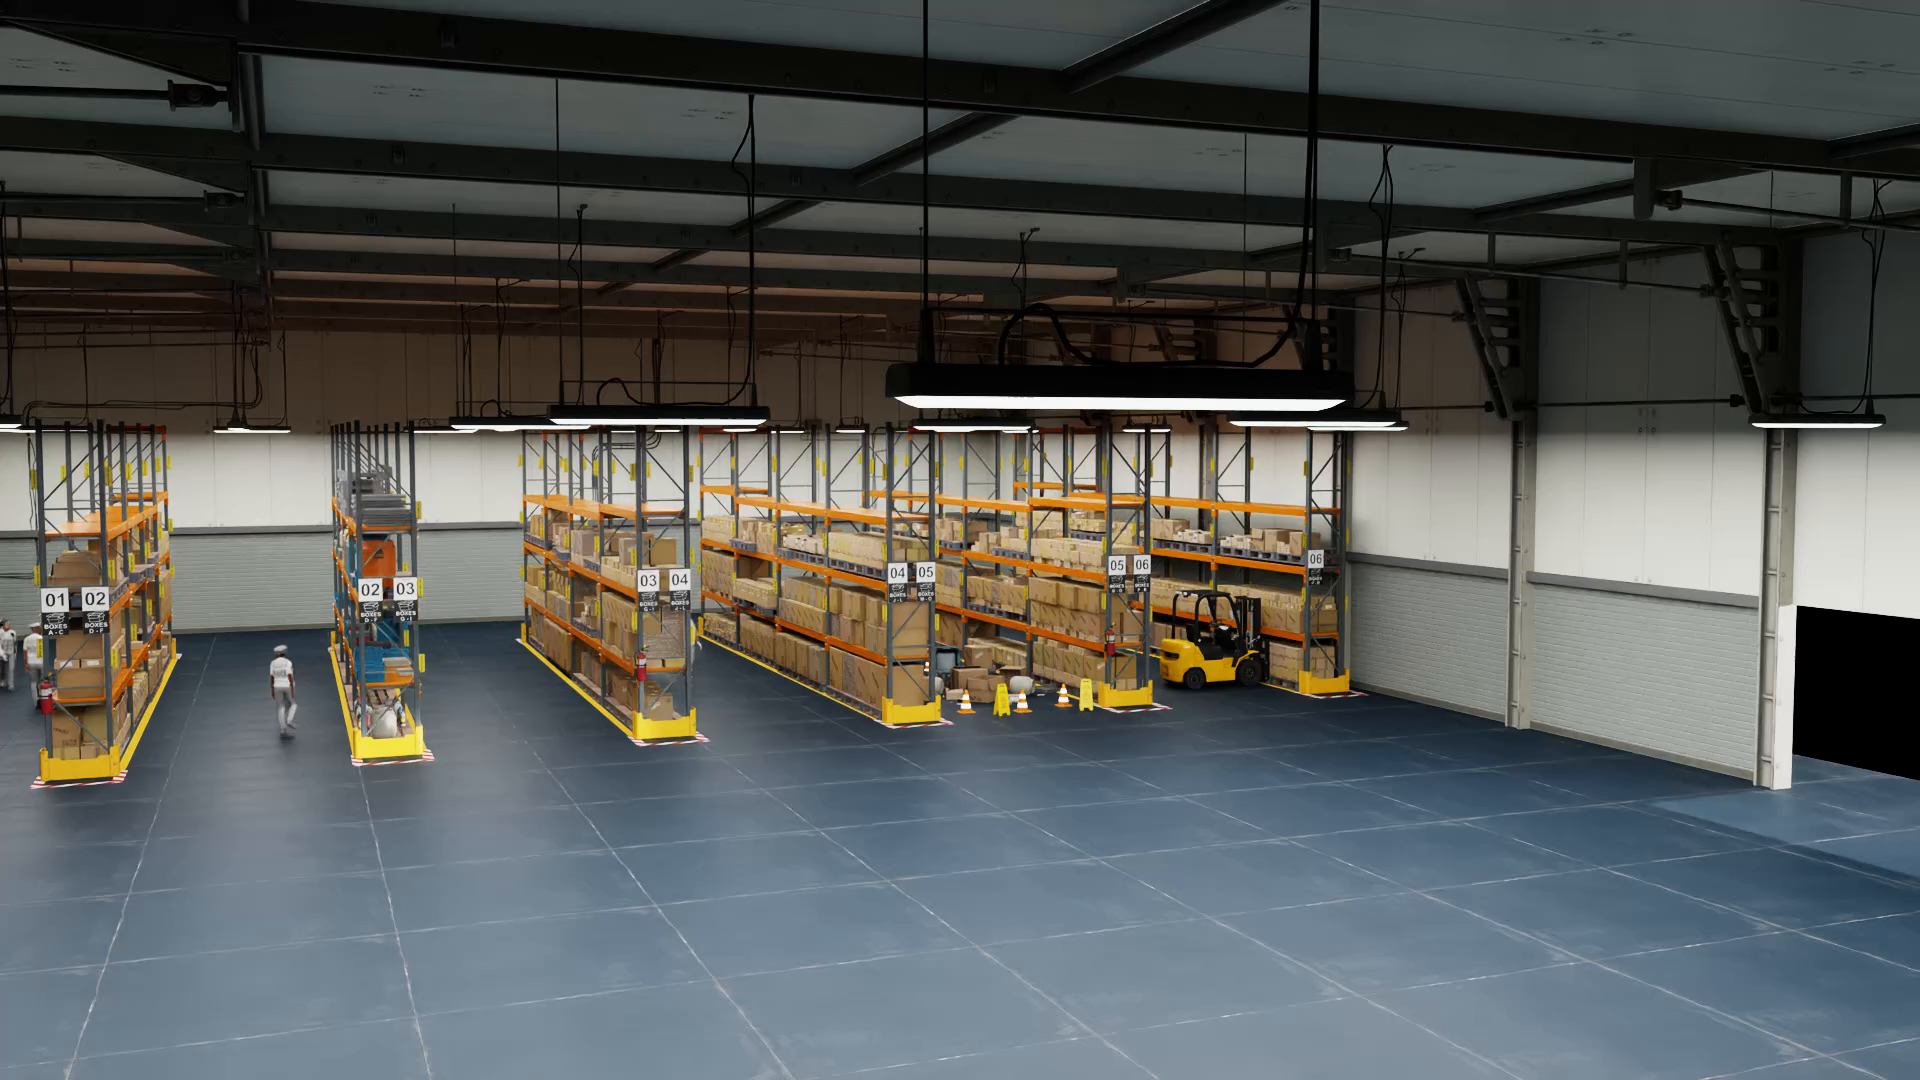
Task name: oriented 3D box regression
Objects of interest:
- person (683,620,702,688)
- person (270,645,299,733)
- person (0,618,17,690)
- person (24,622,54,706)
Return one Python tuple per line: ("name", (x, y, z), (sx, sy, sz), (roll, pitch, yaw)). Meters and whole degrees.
("person", (-6.197, 2.467, 38.189), (0.680, 1.814, 0.570), (3, 5, 43))
("person", (-13.037, 2.877, 32.073), (0.506, 1.668, 0.484), (-1, 4, -14))
("person", (-21.523, 2.564, 37.539), (0.443, 1.590, 1.067), (-3, 4, -36))
("person", (-19.563, 2.633, 35.301), (0.596, 1.754, 0.554), (-1, 4, -14))
